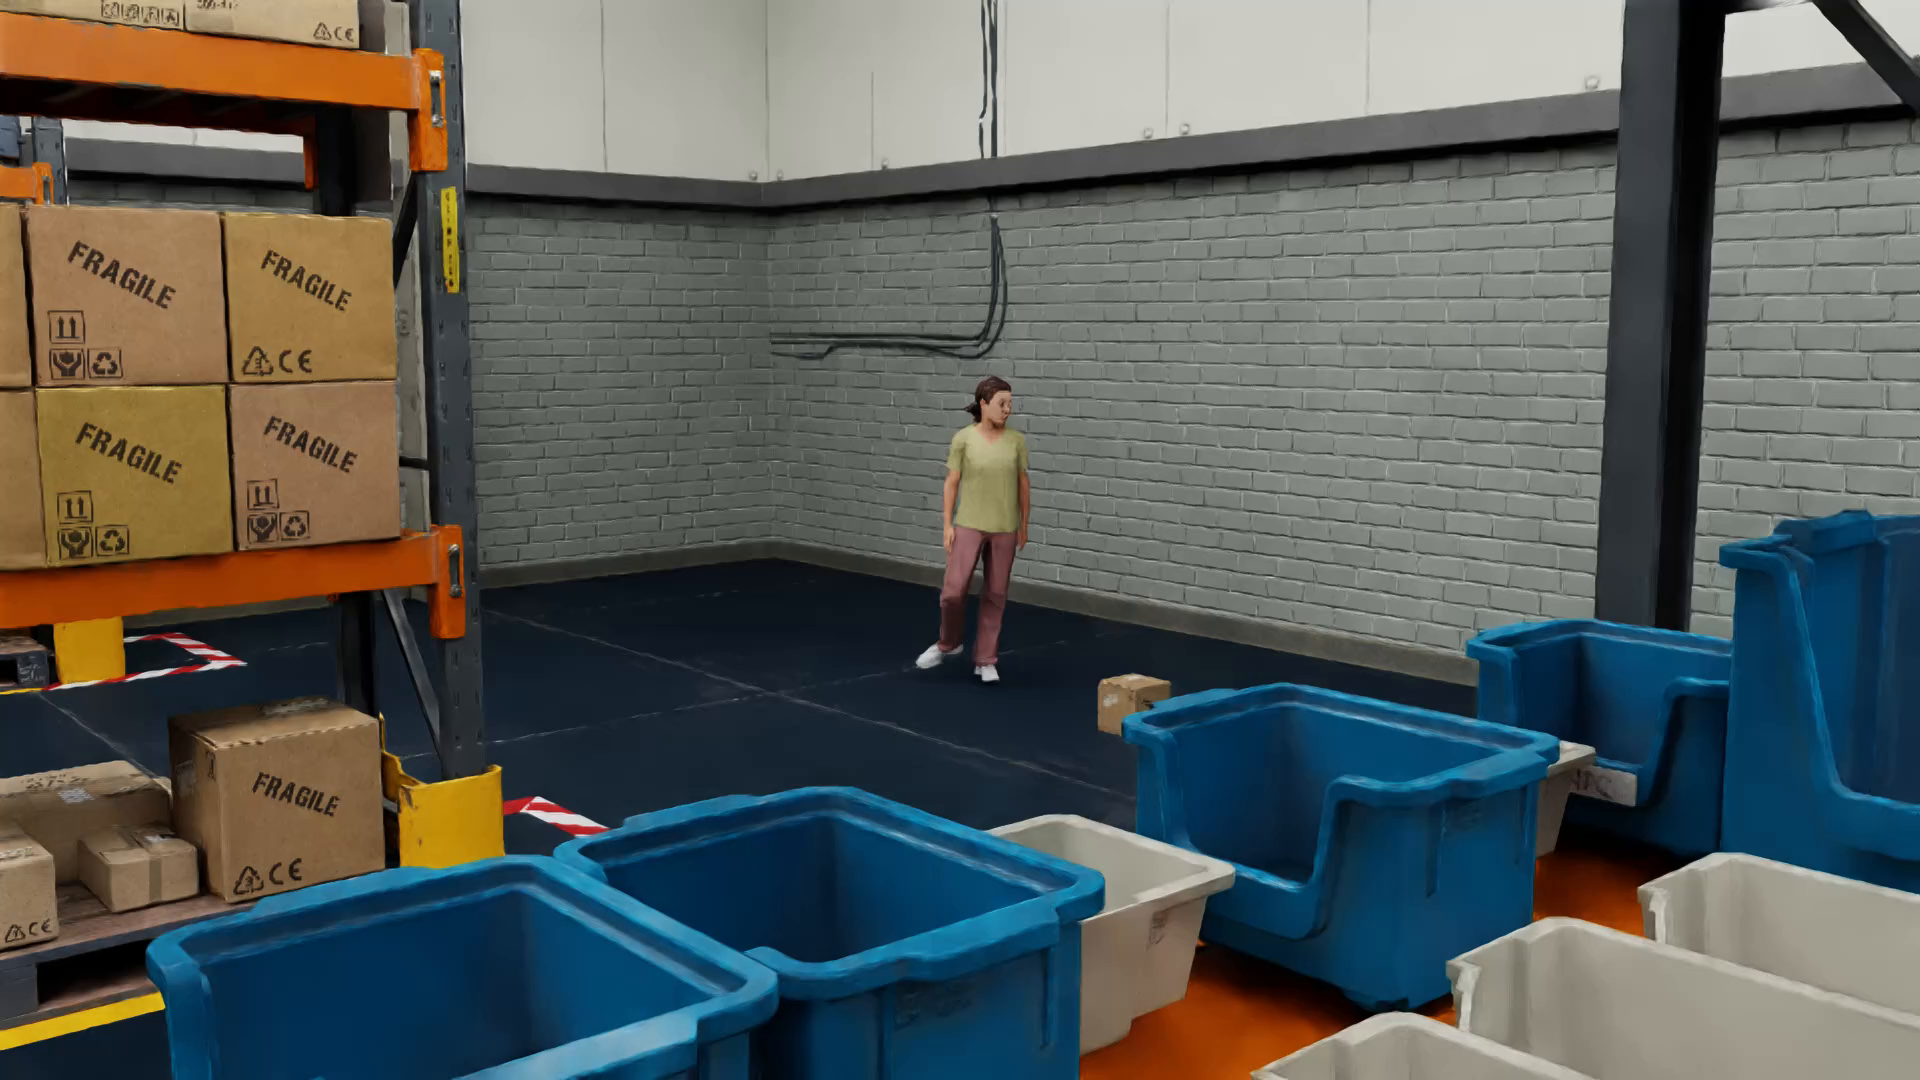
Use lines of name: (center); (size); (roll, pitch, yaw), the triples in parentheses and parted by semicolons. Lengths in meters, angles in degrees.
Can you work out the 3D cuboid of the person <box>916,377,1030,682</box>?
person: (0.077, -0.059, 9.123); (0.628, 1.663, 0.431); (-1, 8, -8)
